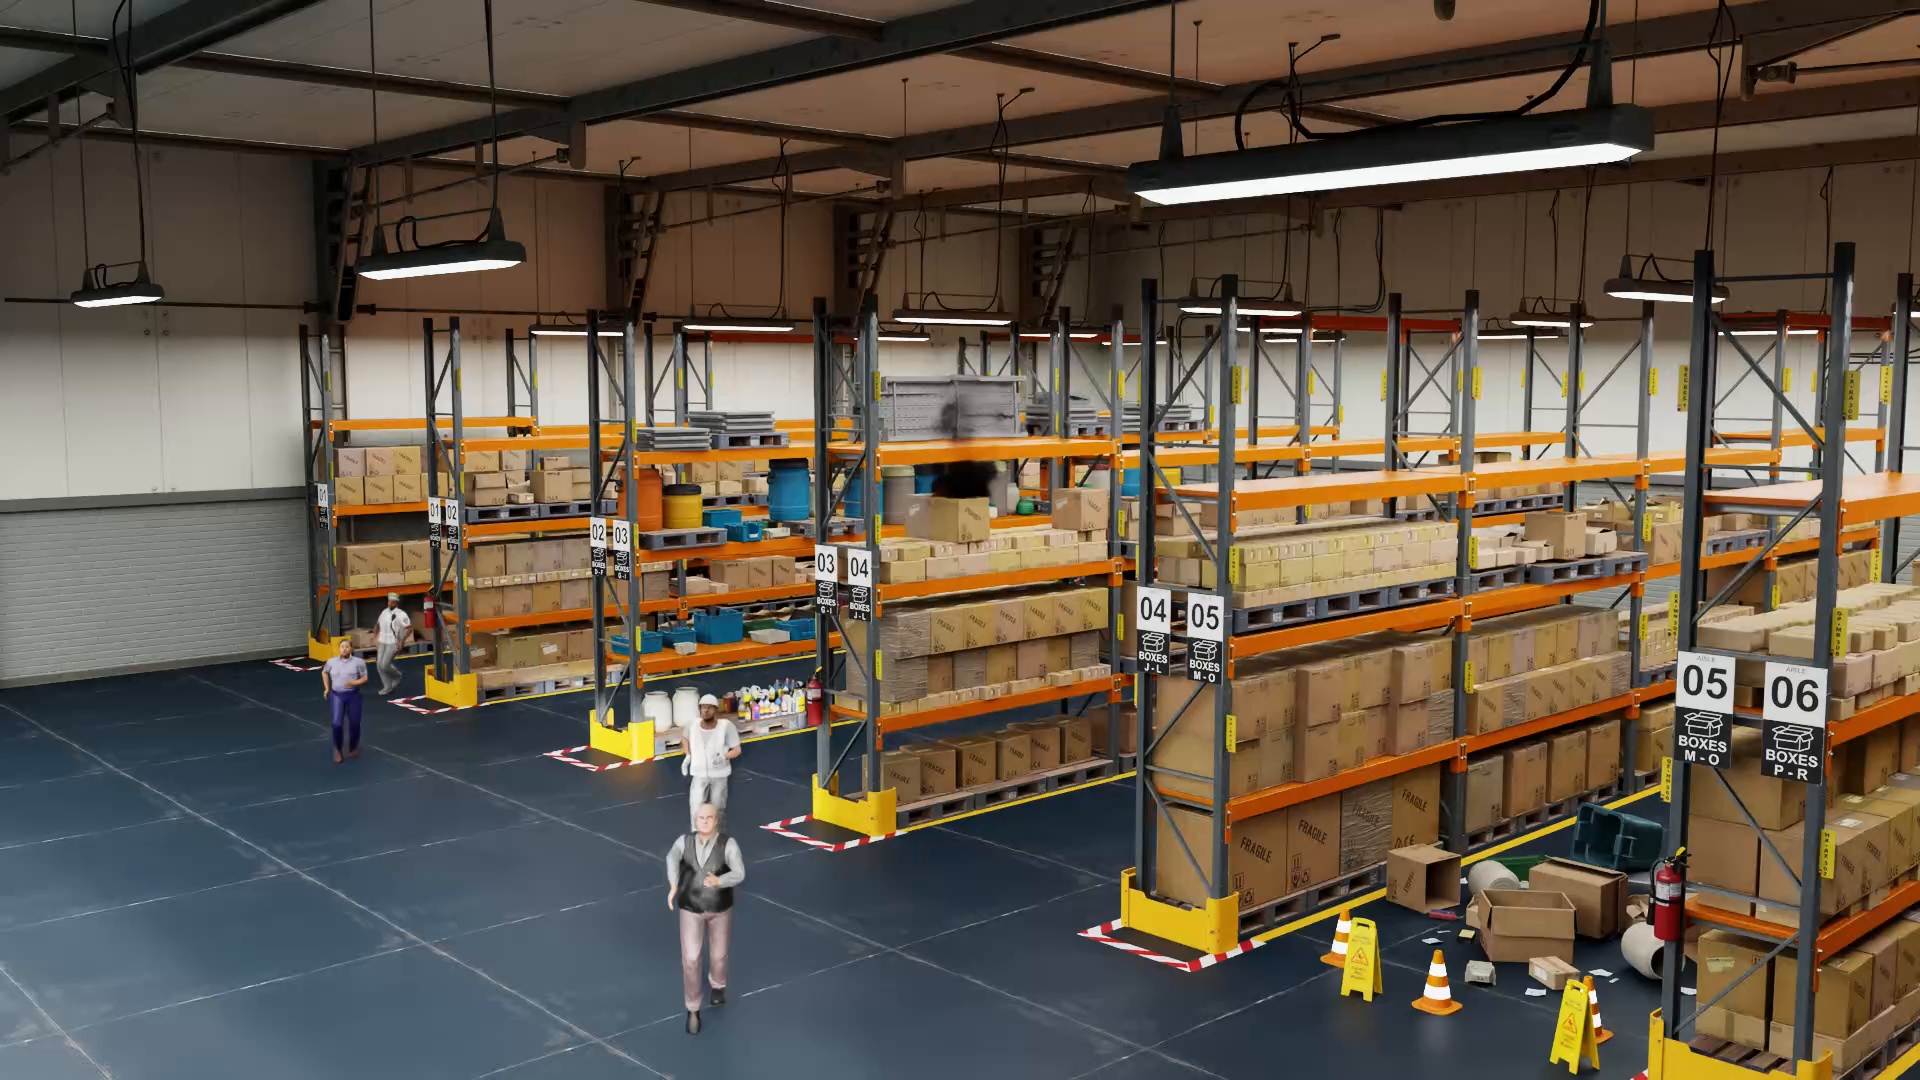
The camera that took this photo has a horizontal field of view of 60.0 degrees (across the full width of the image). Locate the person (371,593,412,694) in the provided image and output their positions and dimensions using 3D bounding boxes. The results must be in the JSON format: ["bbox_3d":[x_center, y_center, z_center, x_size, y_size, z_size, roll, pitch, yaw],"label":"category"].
[{"bbox_3d":[-9.142,1.661,26.705,0.646,1.652,0.501,2,6,20],"label":"person"}]

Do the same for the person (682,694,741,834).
[{"bbox_3d":[-2.647,2.506,17.601,0.663,1.763,0.692,0,6,1],"label":"person"}]

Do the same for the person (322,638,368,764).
[{"bbox_3d":[-8.138,2.137,22.034,0.581,1.643,0.670,-2,6,-19],"label":"person"}]

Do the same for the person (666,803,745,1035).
[{"bbox_3d":[-2.022,2.980,13.236,0.630,1.784,0.764,-1,6,-7],"label":"person"}]
